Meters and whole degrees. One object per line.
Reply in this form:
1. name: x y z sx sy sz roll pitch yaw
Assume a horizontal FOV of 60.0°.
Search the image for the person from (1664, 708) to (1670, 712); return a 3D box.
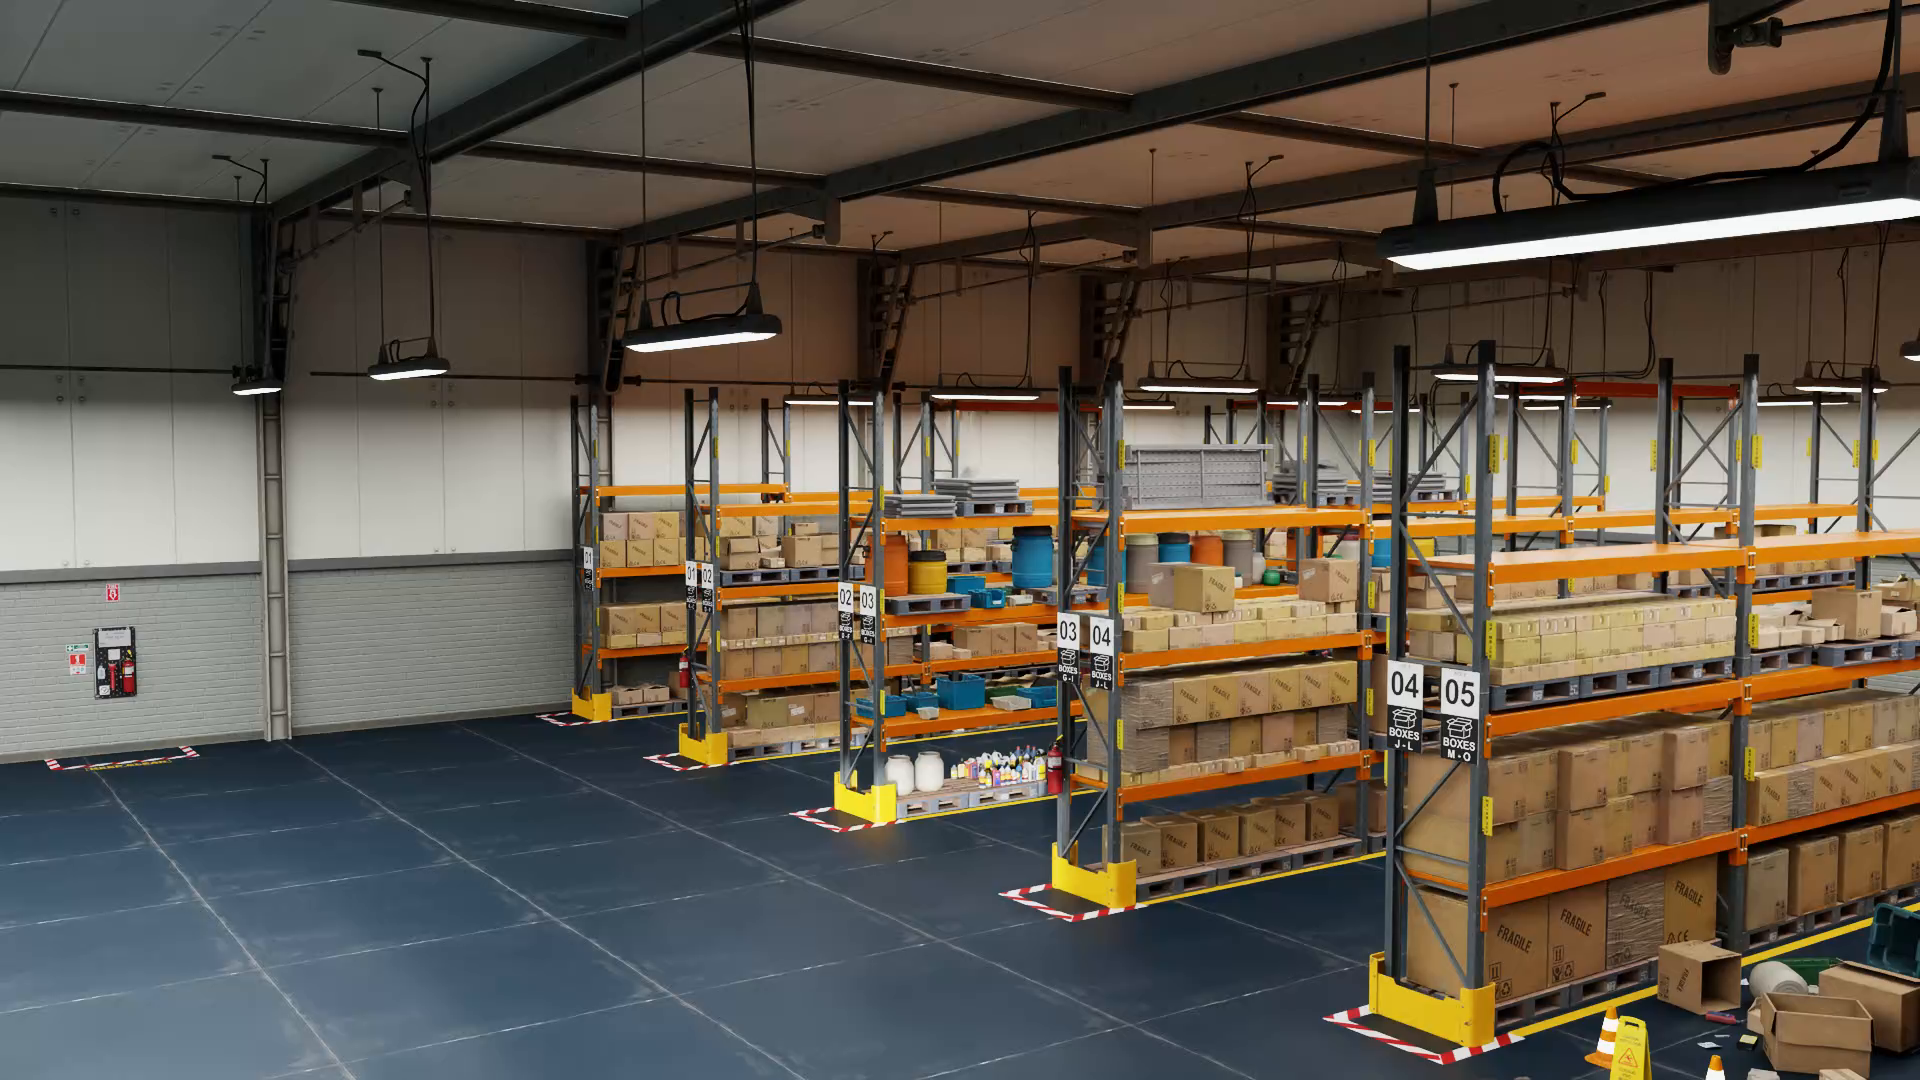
1. person: 9.270 2.945 22.166 0.603 1.738 0.664 -3 4 -38
